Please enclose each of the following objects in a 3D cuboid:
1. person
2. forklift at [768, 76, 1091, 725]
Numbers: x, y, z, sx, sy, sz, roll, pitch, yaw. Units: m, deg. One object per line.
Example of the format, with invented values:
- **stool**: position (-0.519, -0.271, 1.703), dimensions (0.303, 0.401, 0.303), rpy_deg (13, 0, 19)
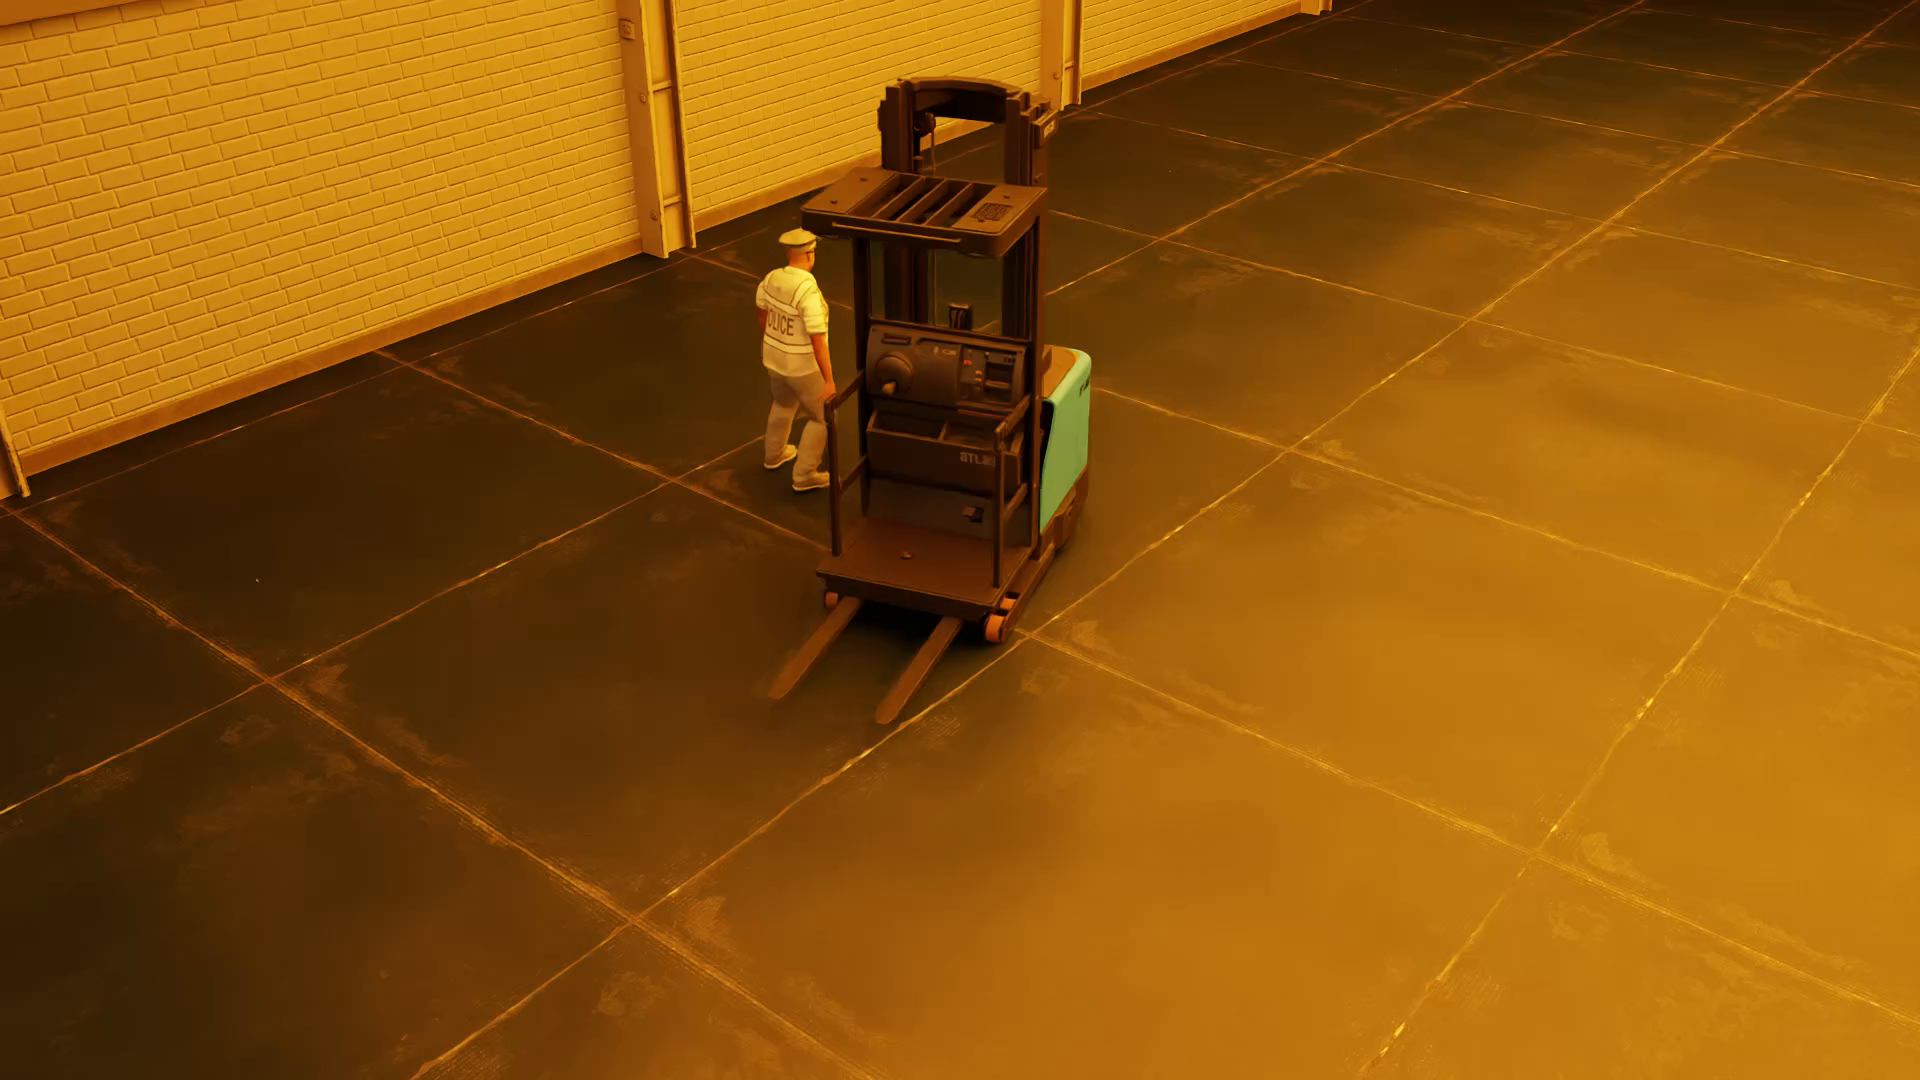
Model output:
- **person**: position (-1.052, -1.161, 10.779), dimensions (0.421, 1.722, 0.793), rpy_deg (-27, 39, -37)
- **forklift**: position (-0.159, -0.910, 9.153), dimensions (1.130, 2.935, 3.031), rpy_deg (11, 32, 18)
